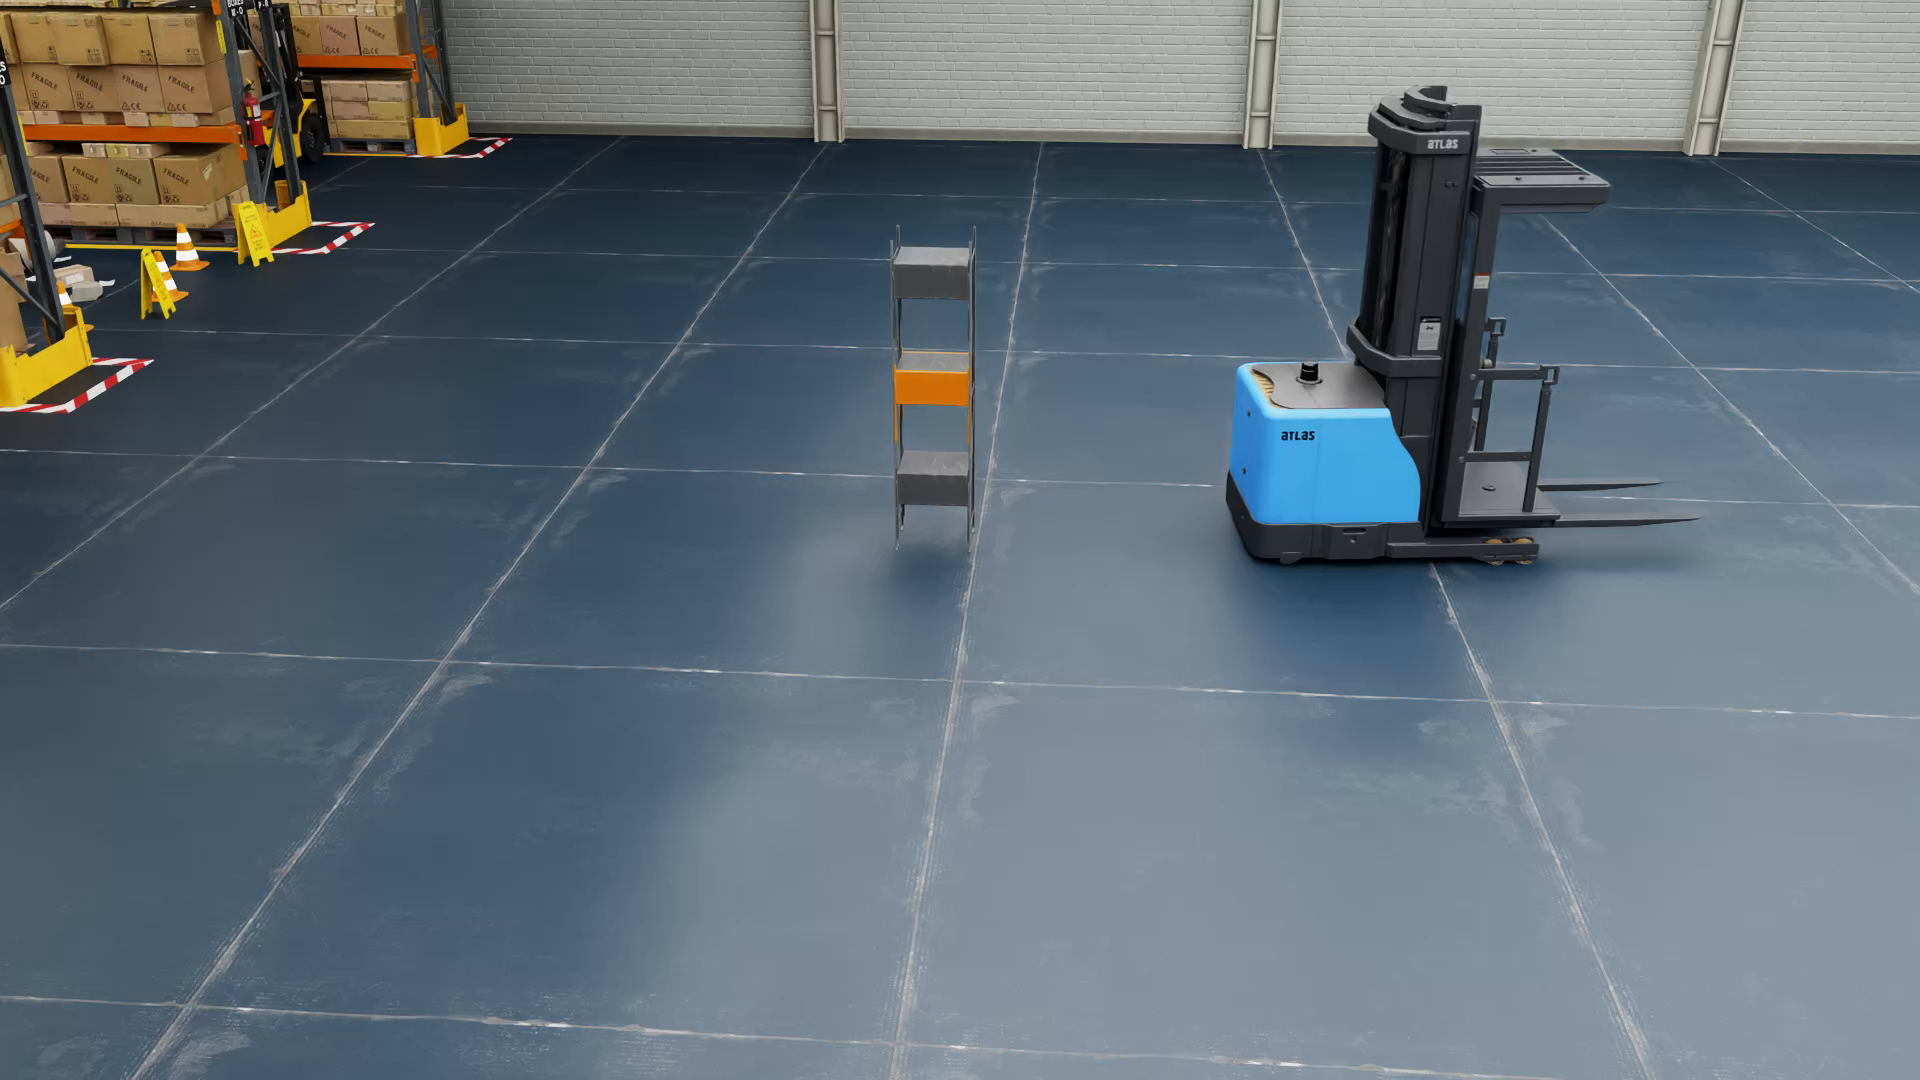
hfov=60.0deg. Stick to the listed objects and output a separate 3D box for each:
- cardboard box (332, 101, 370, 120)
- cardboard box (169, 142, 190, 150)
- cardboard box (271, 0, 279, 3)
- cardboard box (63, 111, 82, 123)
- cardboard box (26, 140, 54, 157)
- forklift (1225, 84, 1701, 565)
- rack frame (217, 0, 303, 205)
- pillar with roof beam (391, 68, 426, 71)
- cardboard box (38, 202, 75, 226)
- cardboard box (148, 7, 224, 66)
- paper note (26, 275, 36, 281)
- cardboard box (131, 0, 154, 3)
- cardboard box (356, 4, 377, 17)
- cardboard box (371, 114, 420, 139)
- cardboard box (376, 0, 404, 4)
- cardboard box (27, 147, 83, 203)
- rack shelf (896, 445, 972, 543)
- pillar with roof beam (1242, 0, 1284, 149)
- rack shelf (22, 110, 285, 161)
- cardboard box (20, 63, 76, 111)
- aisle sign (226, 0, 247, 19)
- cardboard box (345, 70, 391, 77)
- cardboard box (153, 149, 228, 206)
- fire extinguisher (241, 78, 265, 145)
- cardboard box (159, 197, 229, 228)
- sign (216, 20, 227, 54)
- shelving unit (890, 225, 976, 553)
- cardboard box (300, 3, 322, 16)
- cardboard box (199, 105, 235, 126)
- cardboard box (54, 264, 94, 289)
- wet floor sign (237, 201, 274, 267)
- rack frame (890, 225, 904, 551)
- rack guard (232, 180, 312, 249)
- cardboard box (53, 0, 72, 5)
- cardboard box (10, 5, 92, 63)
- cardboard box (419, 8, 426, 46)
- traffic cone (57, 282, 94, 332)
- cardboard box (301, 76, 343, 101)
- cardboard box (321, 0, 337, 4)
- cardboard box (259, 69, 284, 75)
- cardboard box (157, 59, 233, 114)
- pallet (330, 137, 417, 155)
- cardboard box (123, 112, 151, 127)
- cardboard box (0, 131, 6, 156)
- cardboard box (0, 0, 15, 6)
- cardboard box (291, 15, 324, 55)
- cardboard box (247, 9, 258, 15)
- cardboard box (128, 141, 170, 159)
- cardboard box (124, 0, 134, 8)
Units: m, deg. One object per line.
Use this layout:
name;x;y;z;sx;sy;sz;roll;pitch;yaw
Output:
cardboard box;-8.212;-5.905;22.684;0.500;0.250;0.500;2;25;3
cardboard box;-8.909;-4.201;18.681;0.500;0.500;0.500;1;25;2
cardboard box;-9.107;-7.276;22.223;0.250;0.149;0.380;2;25;5
cardboard box;-9.492;-4.628;18.019;0.250;0.149;0.380;2;25;4
cardboard box;-10.099;-4.283;18.084;0.250;0.149;0.380;3;25;7
forklift;3.394;-1.389;10.762;3.031;2.935;1.130;-1;25;-2
rack frame;-7.580;-4.762;18.010;0.127;3.000;1.000;2;25;4
pillar with roof beam;-8.159;-8.160;18.218;0.400;9.000;9.100;2;25;4
cardboard box;-9.938;-3.672;18.428;0.500;0.250;0.500;2;25;3
cardboard box;-8.106;-5.322;17.556;0.500;0.500;0.700;1;25;3
paper note;-9.510;-2.698;17.091;0.142;0.019;0.148;11;27;22
cardboard box;-10.897;-7.300;22.275;0.250;0.149;0.380;2;25;5
cardboard box;-7.828;-7.061;22.111;0.250;0.149;0.380;2;25;5
cardboard box;-7.696;-5.656;22.740;0.500;0.250;0.500;2;25;4
cardboard box;-7.577;-7.230;22.122;0.250;0.149;0.380;2;25;4
cardboard box;-9.949;-4.011;18.269;0.500;0.500;0.500;3;25;7
rack shelf;-0.165;-0.311;11.121;0.480;0.518;0.431;2;25;4
pillar with roof beam;3.806;-7.776;17.383;0.400;9.000;9.100;2;25;4
rack shelf;-9.574;-4.499;18.300;4.000;0.370;1.077;2;25;4
cardboard box;-9.644;-4.904;17.845;0.500;0.500;0.500;2;25;5
aisle sign;-7.540;-5.820;17.200;0.004;0.787;0.394;2;25;4
cardboard box;-8.167;-6.335;23.021;0.500;0.250;0.500;2;25;4
cardboard box;-8.399;-3.961;18.160;0.500;0.500;0.500;2;25;4
fire extinguisher;-7.501;-4.531;17.601;0.183;0.674;0.296;2;25;4
cardboard box;-8.431;-3.618;18.311;0.500;0.250;0.500;2;25;4
sign;-7.643;-5.201;17.201;0.005;0.325;0.100;2;25;4
shelving unit;-0.165;-0.959;10.823;0.503;2.100;0.431;2;25;4
cardboard box;-8.598;-7.096;22.188;0.250;0.149;0.380;1;25;2
cardboard box;-7.969;-4.571;17.895;0.250;0.149;0.380;3;25;6
cardboard box;-9.041;-2.667;16.868;0.250;0.149;0.380;16;29;31
wet floor sign;-7.473;-3.240;17.520;0.232;0.644;0.267;11;27;22
rack frame;-0.408;-0.967;10.840;0.015;2.100;0.400;2;25;4
rack guard;-7.656;-3.629;18.538;0.348;0.500;1.175;2;25;4
cardboard box;-12.048;-7.248;22.517;0.250;0.149;0.380;2;25;4
cardboard box;-9.613;-5.389;17.701;0.500;0.500;0.700;2;25;4
cardboard box;-7.676;-7.008;22.772;0.500;0.500;0.500;3;25;6
traffic cone;-8.279;-2.152;15.373;0.334;0.463;0.336;2;25;4
cardboard box;-8.700;-6.137;22.590;0.500;0.250;0.500;2;25;5
cardboard box;-8.331;-7.261;22.189;0.250;0.149;0.380;2;25;4
cardboard box;-9.677;-6.388;23.135;0.500;0.250;0.500;2;25;4
cardboard box;-8.142;-4.845;17.715;0.500;0.500;0.500;1;25;3
pallet;-7.969;-5.571;23.105;1.213;0.211;1.003;2;25;4
cardboard box;-8.743;-4.545;17.840;0.250;0.149;0.380;2;25;5
cardboard box;-8.225;-3.282;13.323;0.550;0.550;0.875;2;25;4
cardboard box;-12.826;-7.246;22.513;0.250;0.149;0.380;2;25;4
cardboard box;-8.742;-6.819;22.362;0.500;0.500;0.500;1;25;3
cardboard box;-9.354;-7.121;22.242;0.250;0.149;0.380;1;25;3
cardboard box;-8.770;-4.240;17.989;0.250;0.149;0.380;3;25;6
cardboard box;-11.526;-7.399;22.847;0.250;0.149;0.380;1;25;3
